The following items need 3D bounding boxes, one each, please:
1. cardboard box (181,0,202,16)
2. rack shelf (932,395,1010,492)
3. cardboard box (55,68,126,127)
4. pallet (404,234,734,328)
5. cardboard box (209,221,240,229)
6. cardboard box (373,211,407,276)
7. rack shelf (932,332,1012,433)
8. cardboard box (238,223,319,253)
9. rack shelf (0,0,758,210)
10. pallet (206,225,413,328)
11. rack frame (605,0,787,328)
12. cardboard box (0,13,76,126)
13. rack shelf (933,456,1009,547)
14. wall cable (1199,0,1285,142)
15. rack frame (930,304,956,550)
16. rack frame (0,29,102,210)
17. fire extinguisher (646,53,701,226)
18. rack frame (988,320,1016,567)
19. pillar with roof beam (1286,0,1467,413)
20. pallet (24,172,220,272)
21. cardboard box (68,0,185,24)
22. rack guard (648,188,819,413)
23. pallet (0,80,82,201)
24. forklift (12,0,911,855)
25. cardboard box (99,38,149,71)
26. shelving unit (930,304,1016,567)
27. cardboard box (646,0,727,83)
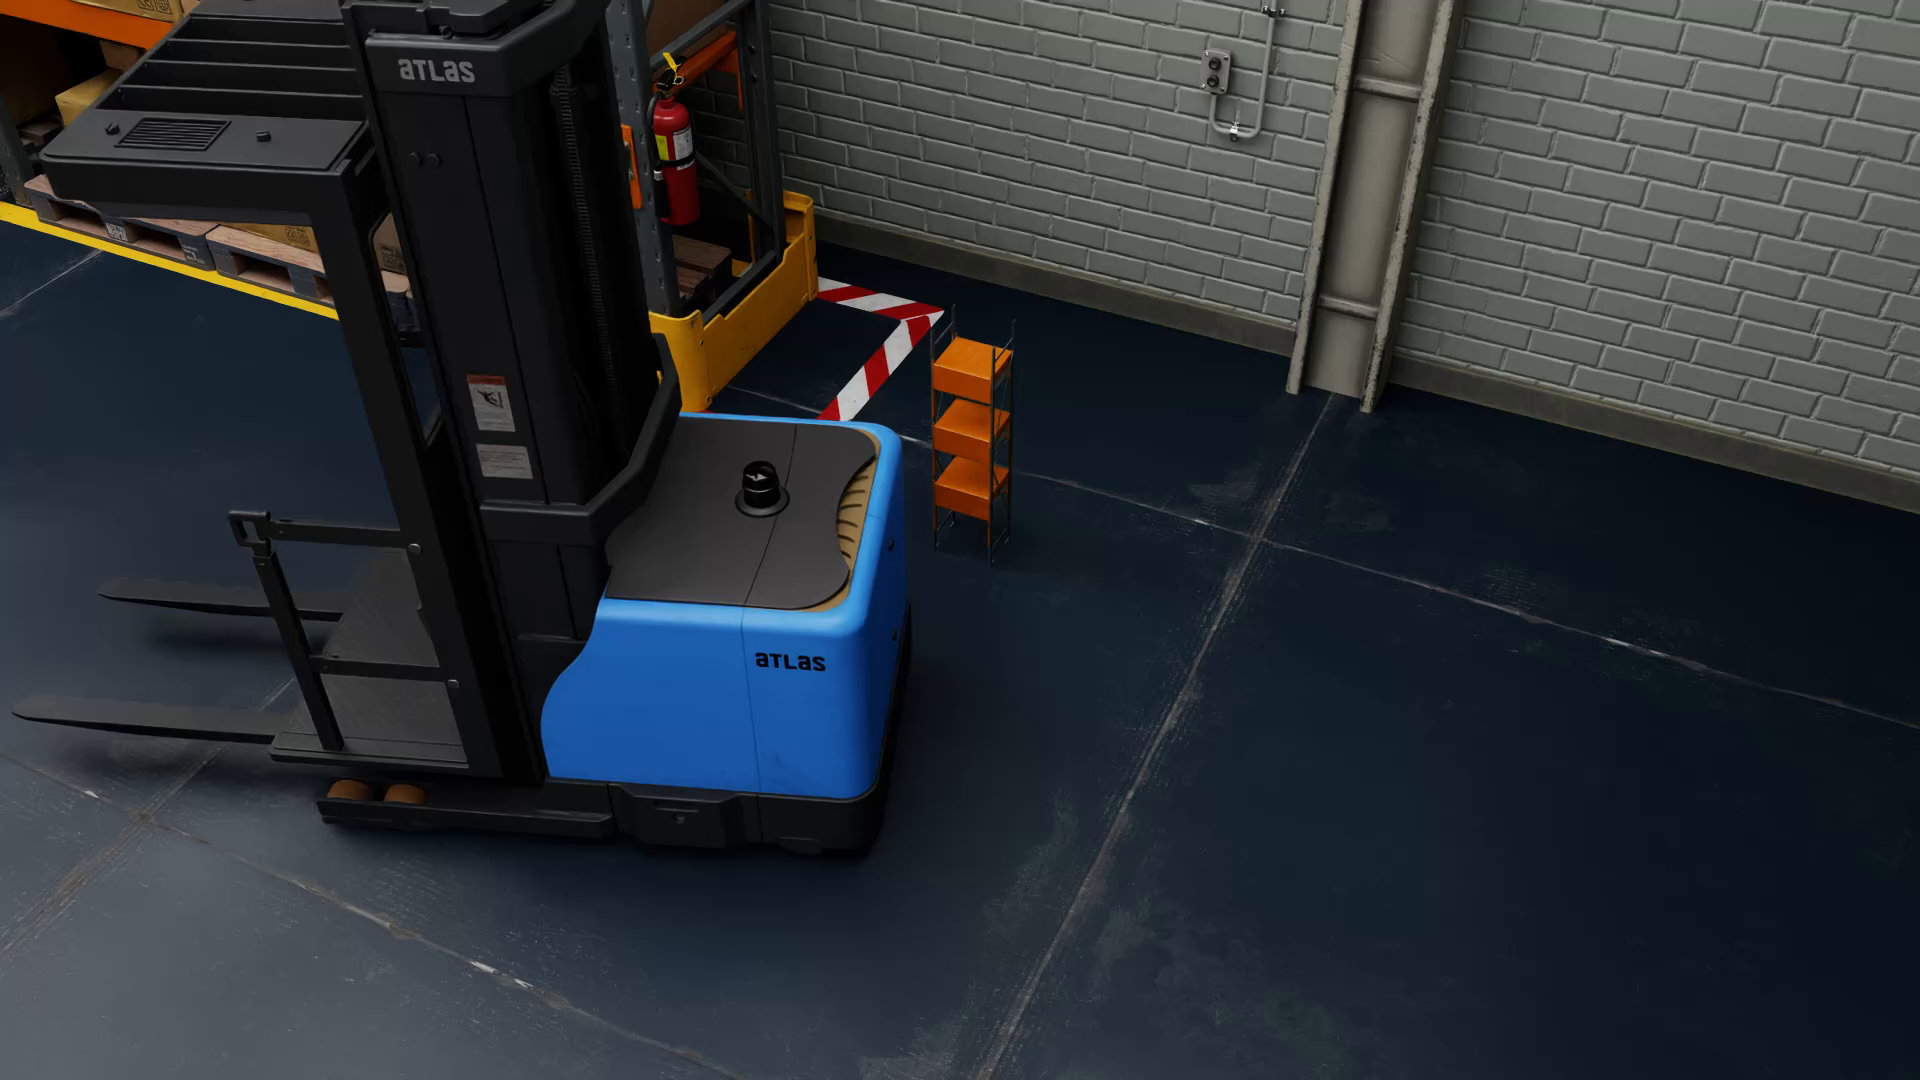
[{"bbox_3d":[-2.912,-2.736,7.387,0.700,0.700,0.980,15,43,17],"label":"cardboard box"},{"bbox_3d":[0.048,-0.374,6.396,0.240,0.259,0.215,17,44,19],"label":"rack shelf"},{"bbox_3d":[-4.085,-2.130,8.505,0.500,0.500,0.700,18,44,19],"label":"cardboard box"},{"bbox_3d":[-1.853,-1.197,7.970,1.213,0.211,1.003,17,44,19],"label":"pallet"},{"bbox_3d":[-3.632,-1.989,8.342,0.500,0.500,0.700,17,44,18],"label":"cardboard box"},{"bbox_3d":[-2.681,-1.702,8.011,0.500,0.500,0.700,16,43,17],"label":"cardboard box"},{"bbox_3d":[0.048,-0.588,6.210,0.240,0.259,0.215,17,44,19],"label":"rack shelf"},{"bbox_3d":[-3.167,-1.845,8.177,0.500,0.500,0.700,18,44,20],"label":"cardboard box"},{"bbox_3d":[-2.907,-2.358,7.729,4.000,0.370,1.077,17,44,19],"label":"rack shelf"},{"bbox_3d":[-2.954,-1.536,8.361,1.213,0.211,1.003,17,44,19],"label":"pallet"},{"bbox_3d":[-1.095,-2.076,6.855,0.127,3.000,1.000,17,44,19],"label":"rack frame"},{"bbox_3d":[-5.364,-2.633,8.818,0.750,0.750,0.750,17,44,19],"label":"cardboard box"},{"bbox_3d":[0.048,-0.164,6.578,0.240,0.259,0.215,17,44,19],"label":"rack shelf"},{"bbox_3d":[0.465,-2.667,6.761,1.851,1.984,0.084,17,44,19],"label":"wall cable"},{"bbox_3d":[-0.062,-0.416,6.428,0.008,1.050,0.200,17,44,19],"label":"rack frame"},{"bbox_3d":[-4.720,-3.184,8.133,0.127,3.000,1.000,17,44,19],"label":"rack frame"},{"bbox_3d":[-1.153,-1.590,6.638,0.183,0.674,0.296,17,44,19],"label":"fire extinguisher"},{"bbox_3d":[0.159,-0.348,6.350,0.008,1.050,0.200,17,44,19],"label":"rack frame"},{"bbox_3d":[-0.102,-1.553,1.672,0.400,9.000,9.100,17,44,19],"label":"pillar with roof beam"},{"bbox_3d":[-4.064,-1.873,8.750,1.213,0.211,1.003,17,44,19],"label":"pallet"},{"bbox_3d":[-3.576,-2.932,7.613,0.700,0.700,0.980,16,43,18],"label":"cardboard box"},{"bbox_3d":[-1.073,-1.125,7.666,0.348,0.500,1.175,17,44,19],"label":"rack guard"},{"bbox_3d":[-5.451,-2.299,9.241,1.213,0.211,1.003,17,44,19],"label":"pallet"},{"bbox_3d":[-1.729,-0.467,5.050,3.031,2.935,1.130,4,41,4],"label":"forklift"},{"bbox_3d":[-4.133,-2.533,8.475,0.250,0.149,0.380,17,44,18],"label":"cardboard box"},{"bbox_3d":[0.048,-0.382,6.389,0.252,1.050,0.215,17,44,19],"label":"shelving unit"},{"bbox_3d":[-1.561,-2.325,6.913,0.700,0.700,0.980,19,44,21],"label":"cardboard box"}]
